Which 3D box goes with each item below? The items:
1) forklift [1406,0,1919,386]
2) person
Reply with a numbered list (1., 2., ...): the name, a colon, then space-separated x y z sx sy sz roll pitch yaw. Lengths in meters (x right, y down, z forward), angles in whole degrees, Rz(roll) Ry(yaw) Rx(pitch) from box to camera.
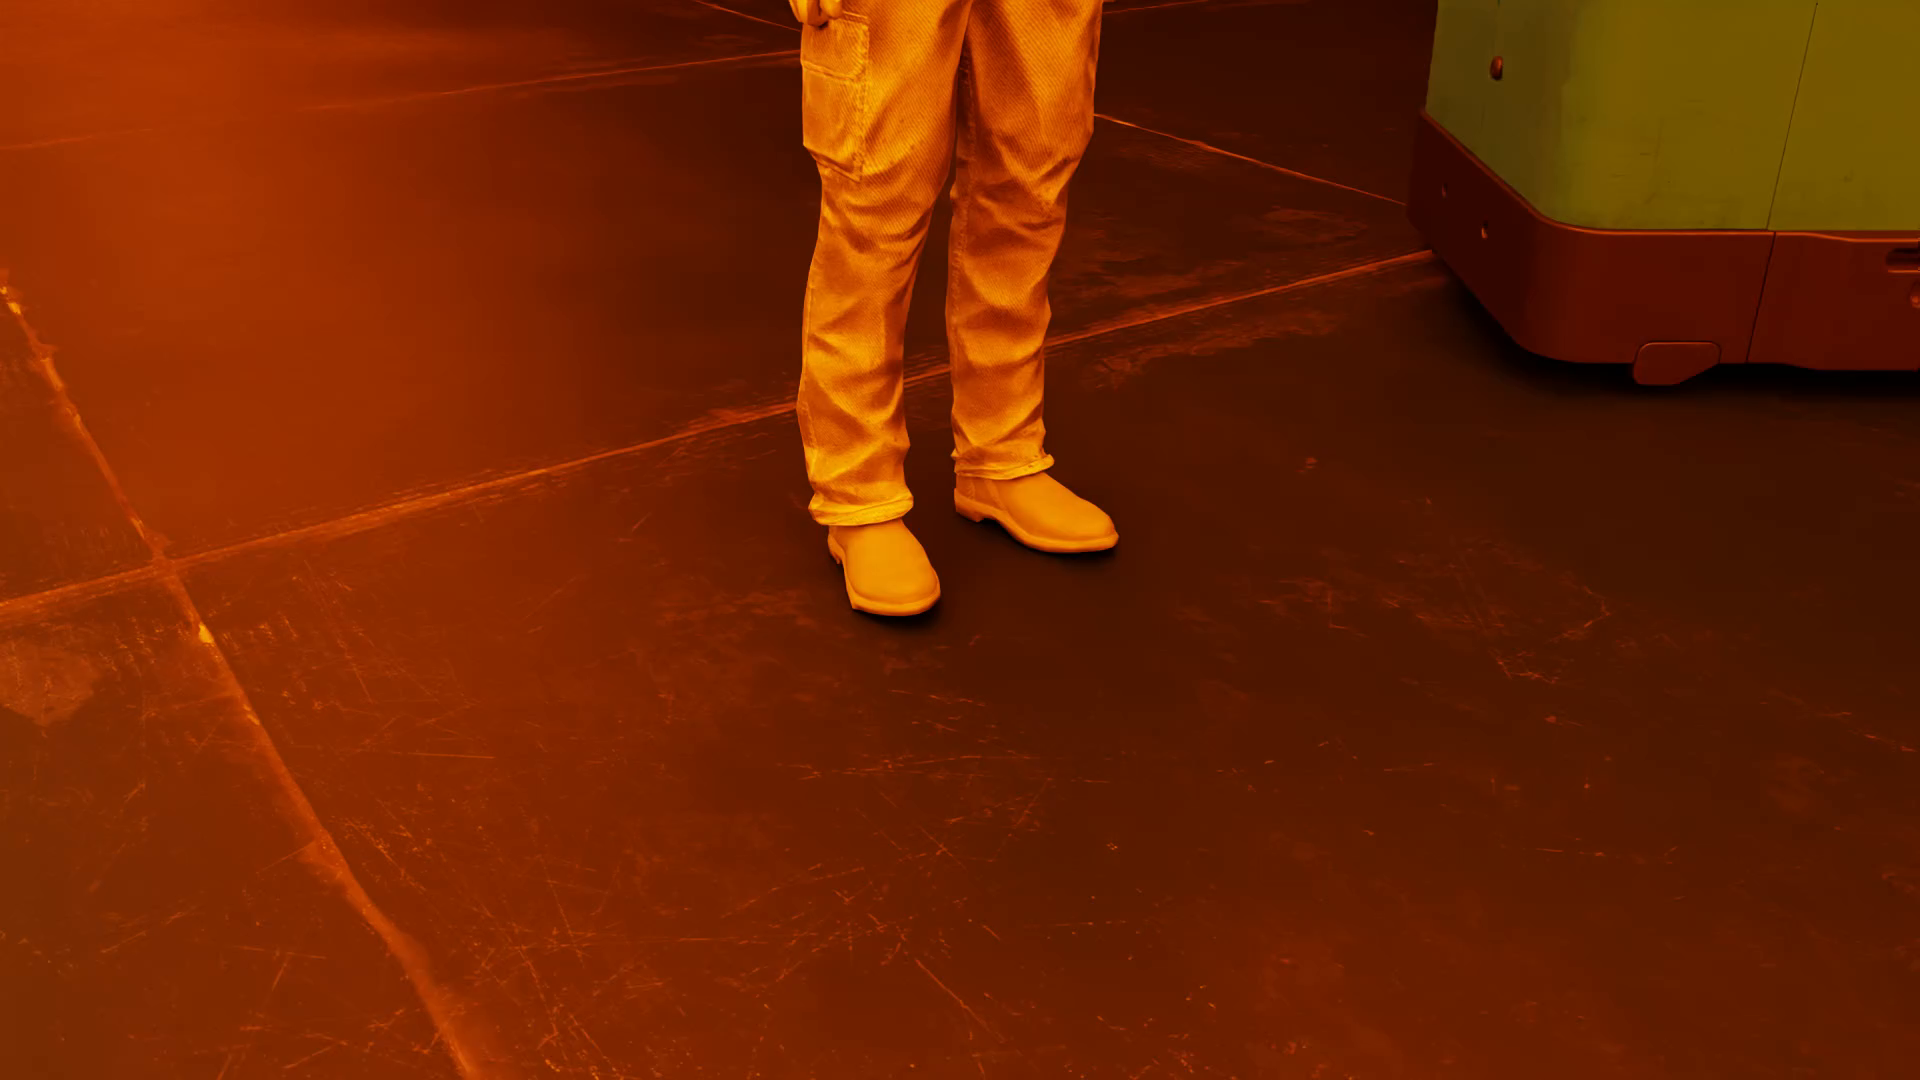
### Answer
1. forklift: 2.537 -1.793 2.806 3.031 2.935 1.130 0 27 0
2. person: 0.012 -0.798 2.101 0.541 1.789 0.381 -17 31 -31
